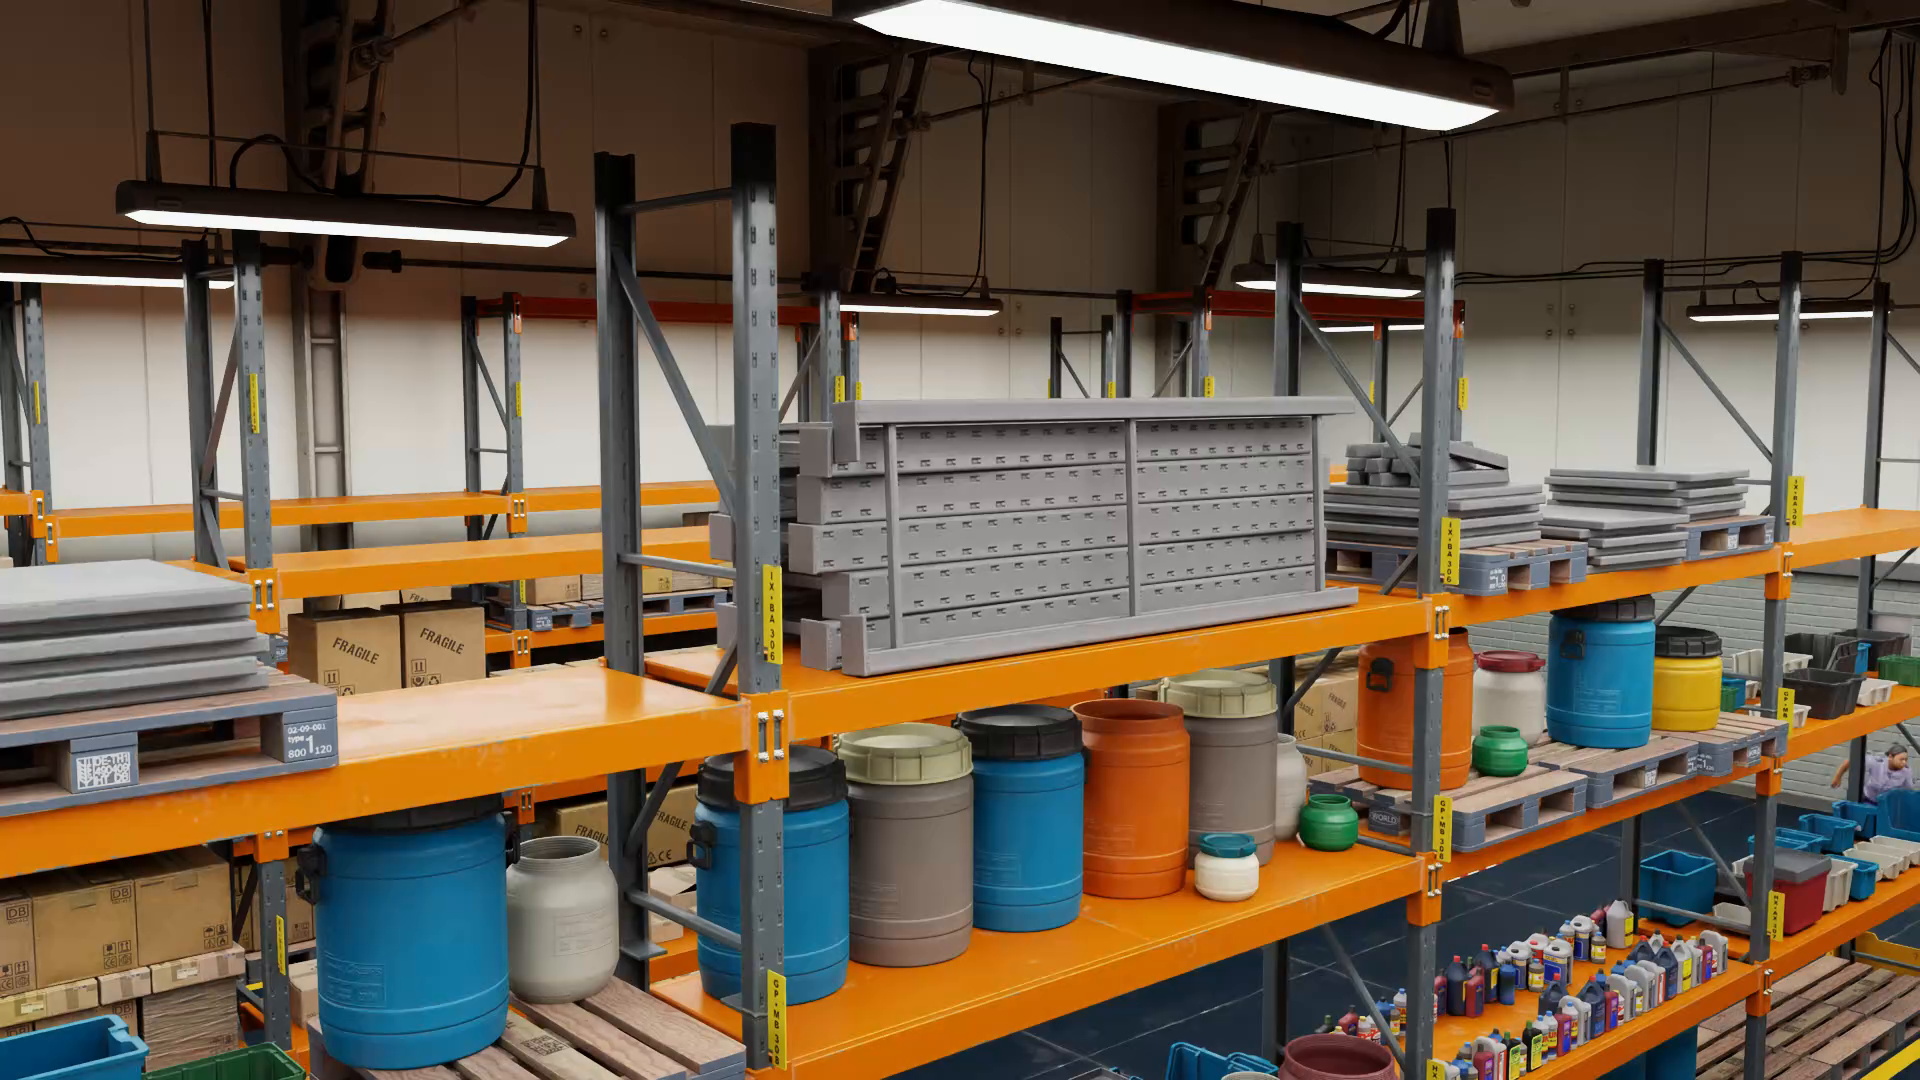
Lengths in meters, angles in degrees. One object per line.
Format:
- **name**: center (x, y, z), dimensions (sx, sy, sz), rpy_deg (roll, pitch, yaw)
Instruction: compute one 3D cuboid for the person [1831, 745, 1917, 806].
- **person**: center (9.538, 2.796, 17.345), dimensions (0.590, 1.446, 1.059), rpy_deg (-1, 5, -8)
